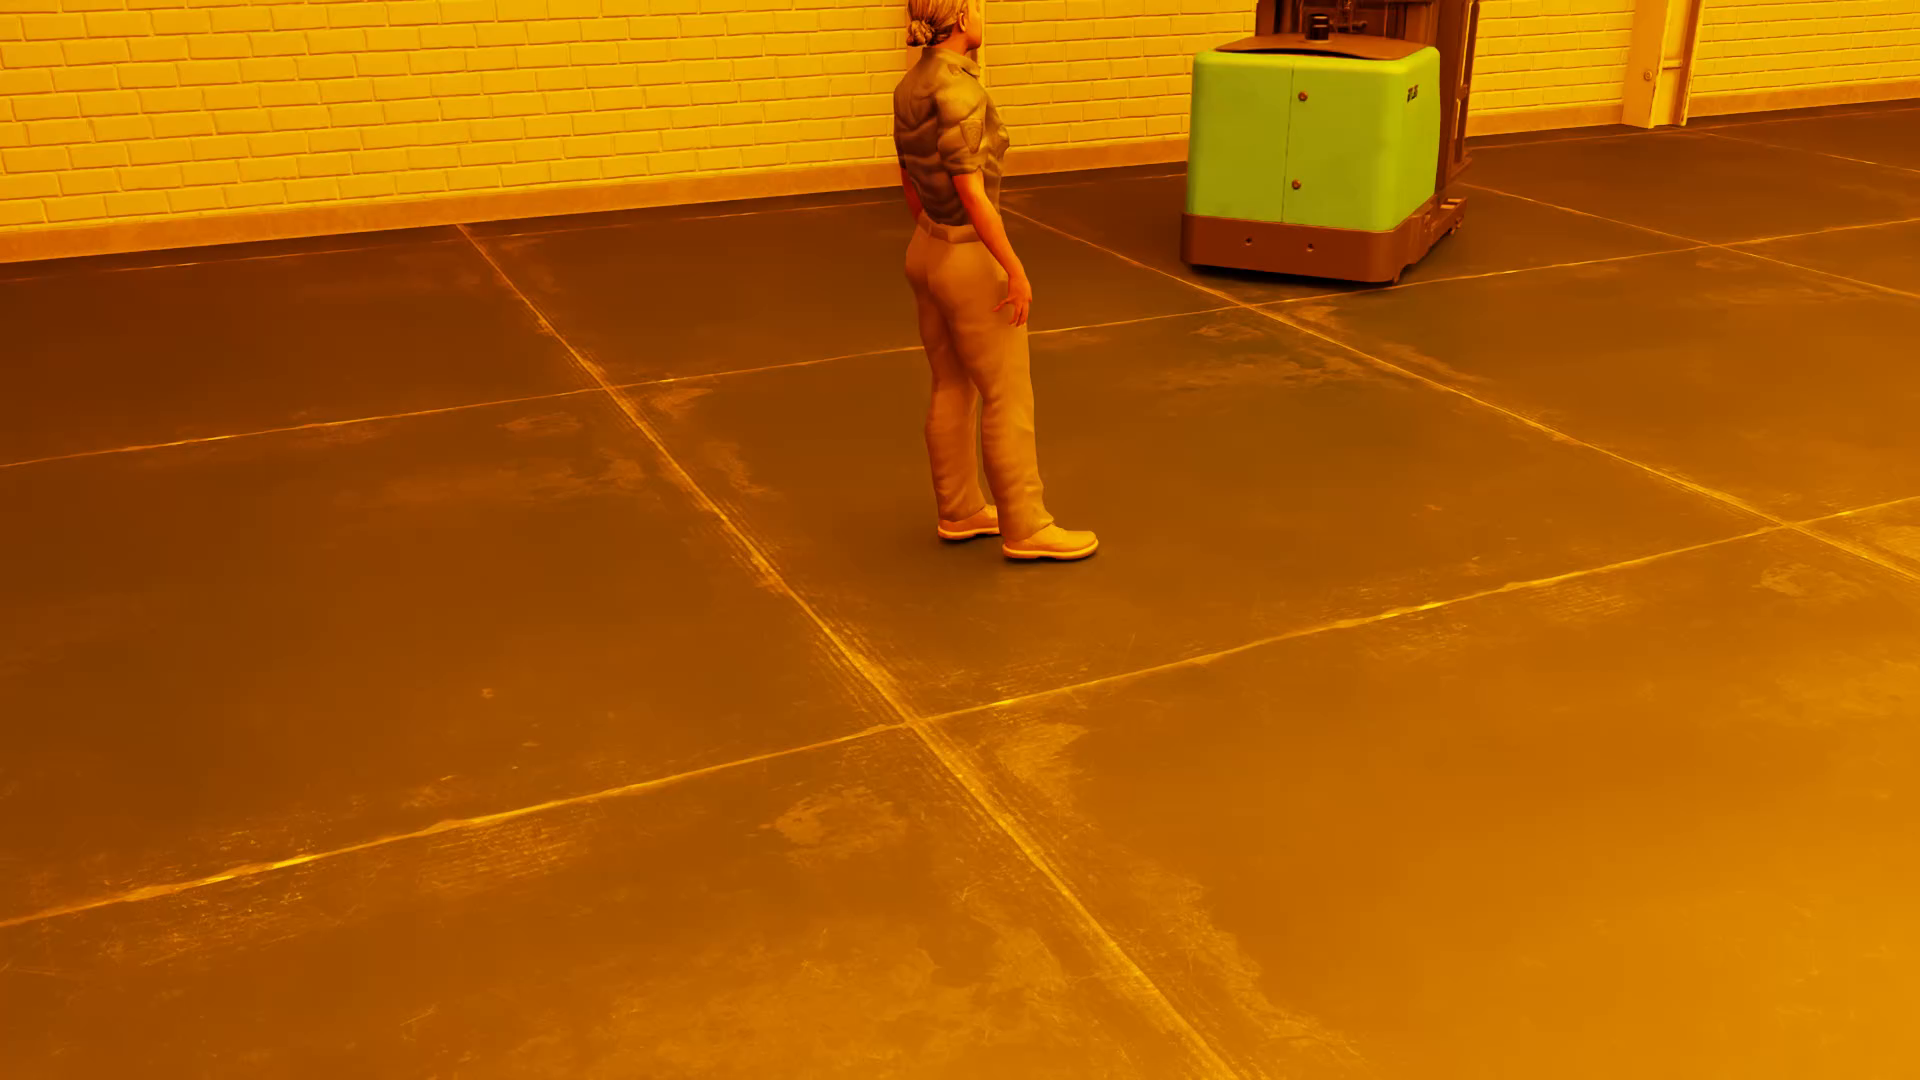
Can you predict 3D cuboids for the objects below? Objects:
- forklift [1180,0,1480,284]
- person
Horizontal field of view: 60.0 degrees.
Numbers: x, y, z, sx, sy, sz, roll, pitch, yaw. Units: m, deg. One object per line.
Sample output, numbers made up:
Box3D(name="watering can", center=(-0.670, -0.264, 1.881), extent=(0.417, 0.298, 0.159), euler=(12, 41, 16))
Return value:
Box3D(name="forklift", center=(2.192, -3.098, 8.744), extent=(1.130, 2.935, 3.031), euler=(11, 25, 24))
Box3D(name="person", center=(0.088, -0.778, 4.804), extent=(0.504, 1.654, 0.569), euler=(-10, 25, -23))
